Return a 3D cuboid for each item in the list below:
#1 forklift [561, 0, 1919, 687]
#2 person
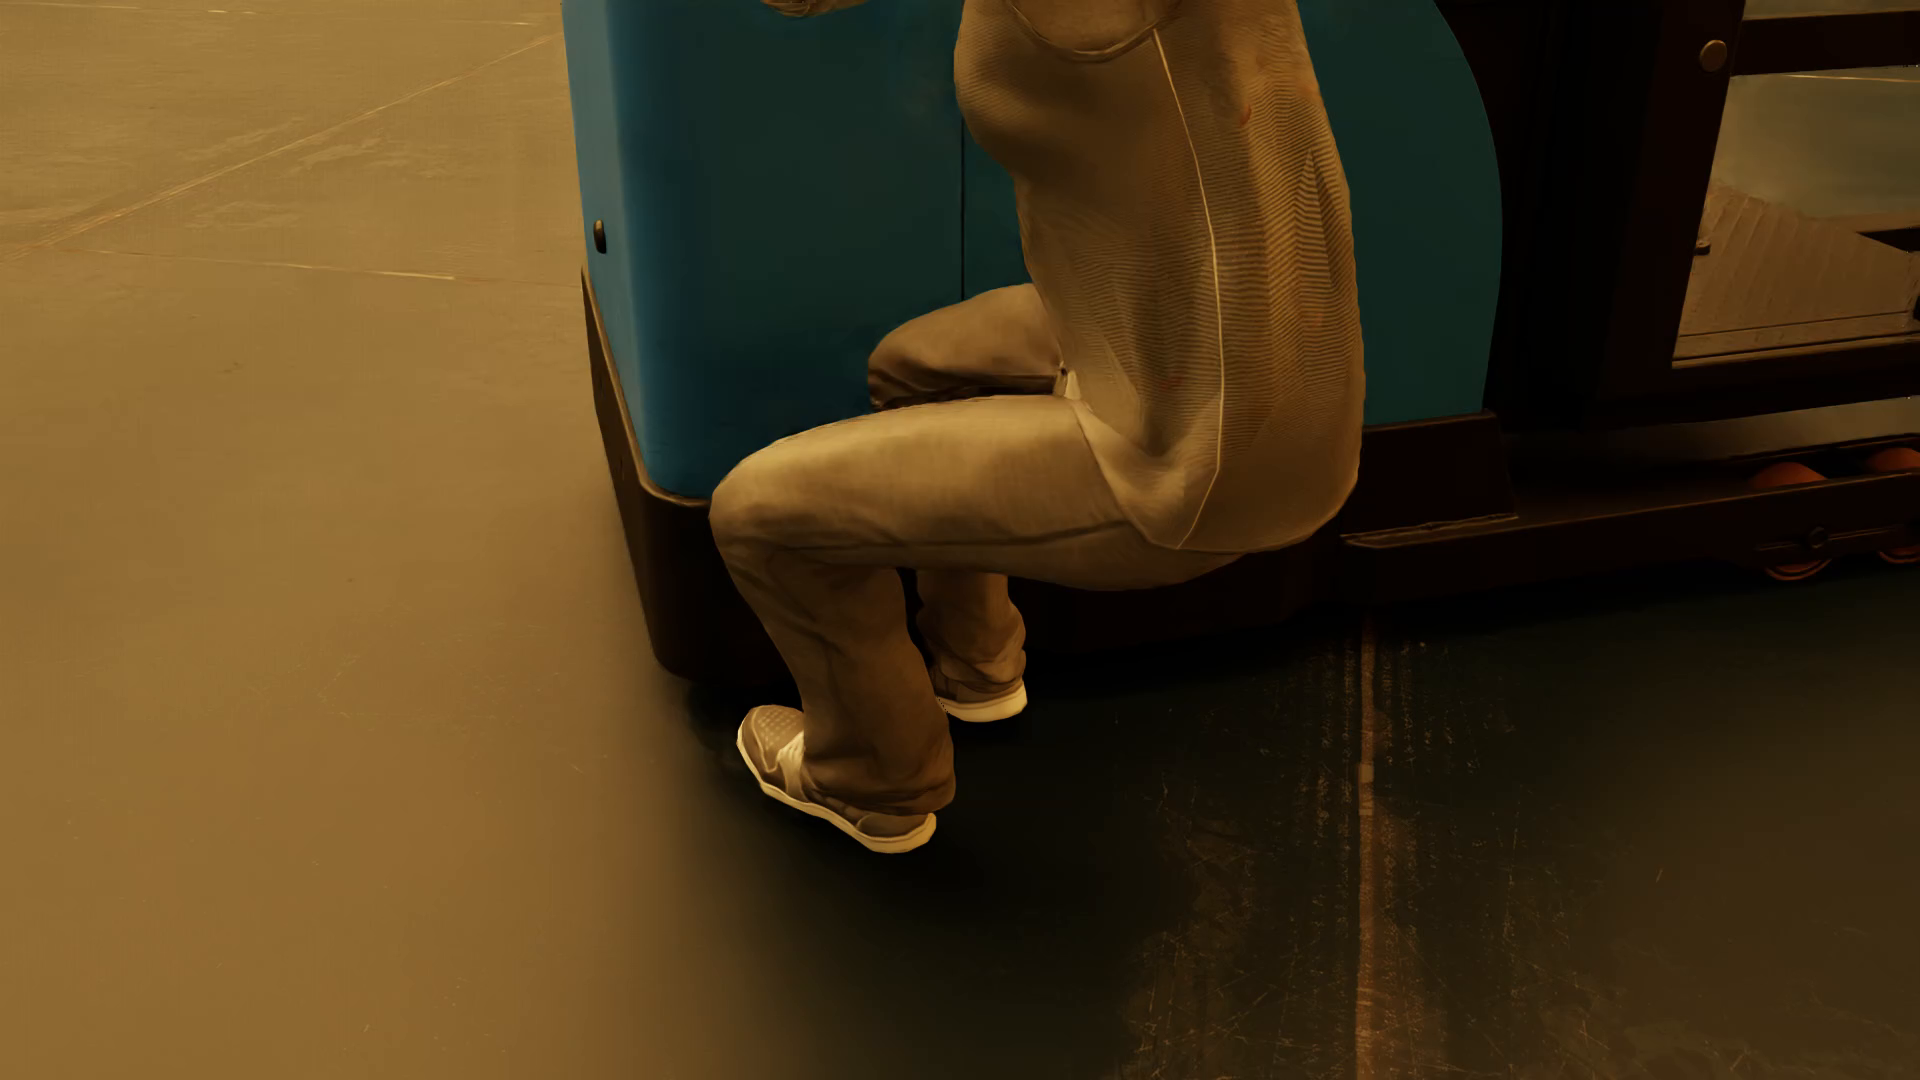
[{"bbox_3d":[0.964,-1.471,2.162,3.031,2.935,1.130,-7,28,-14],"label":"forklift"},{"bbox_3d":[0.006,-0.119,1.347,0.639,1.295,1.218,5,27,10],"label":"person"}]
